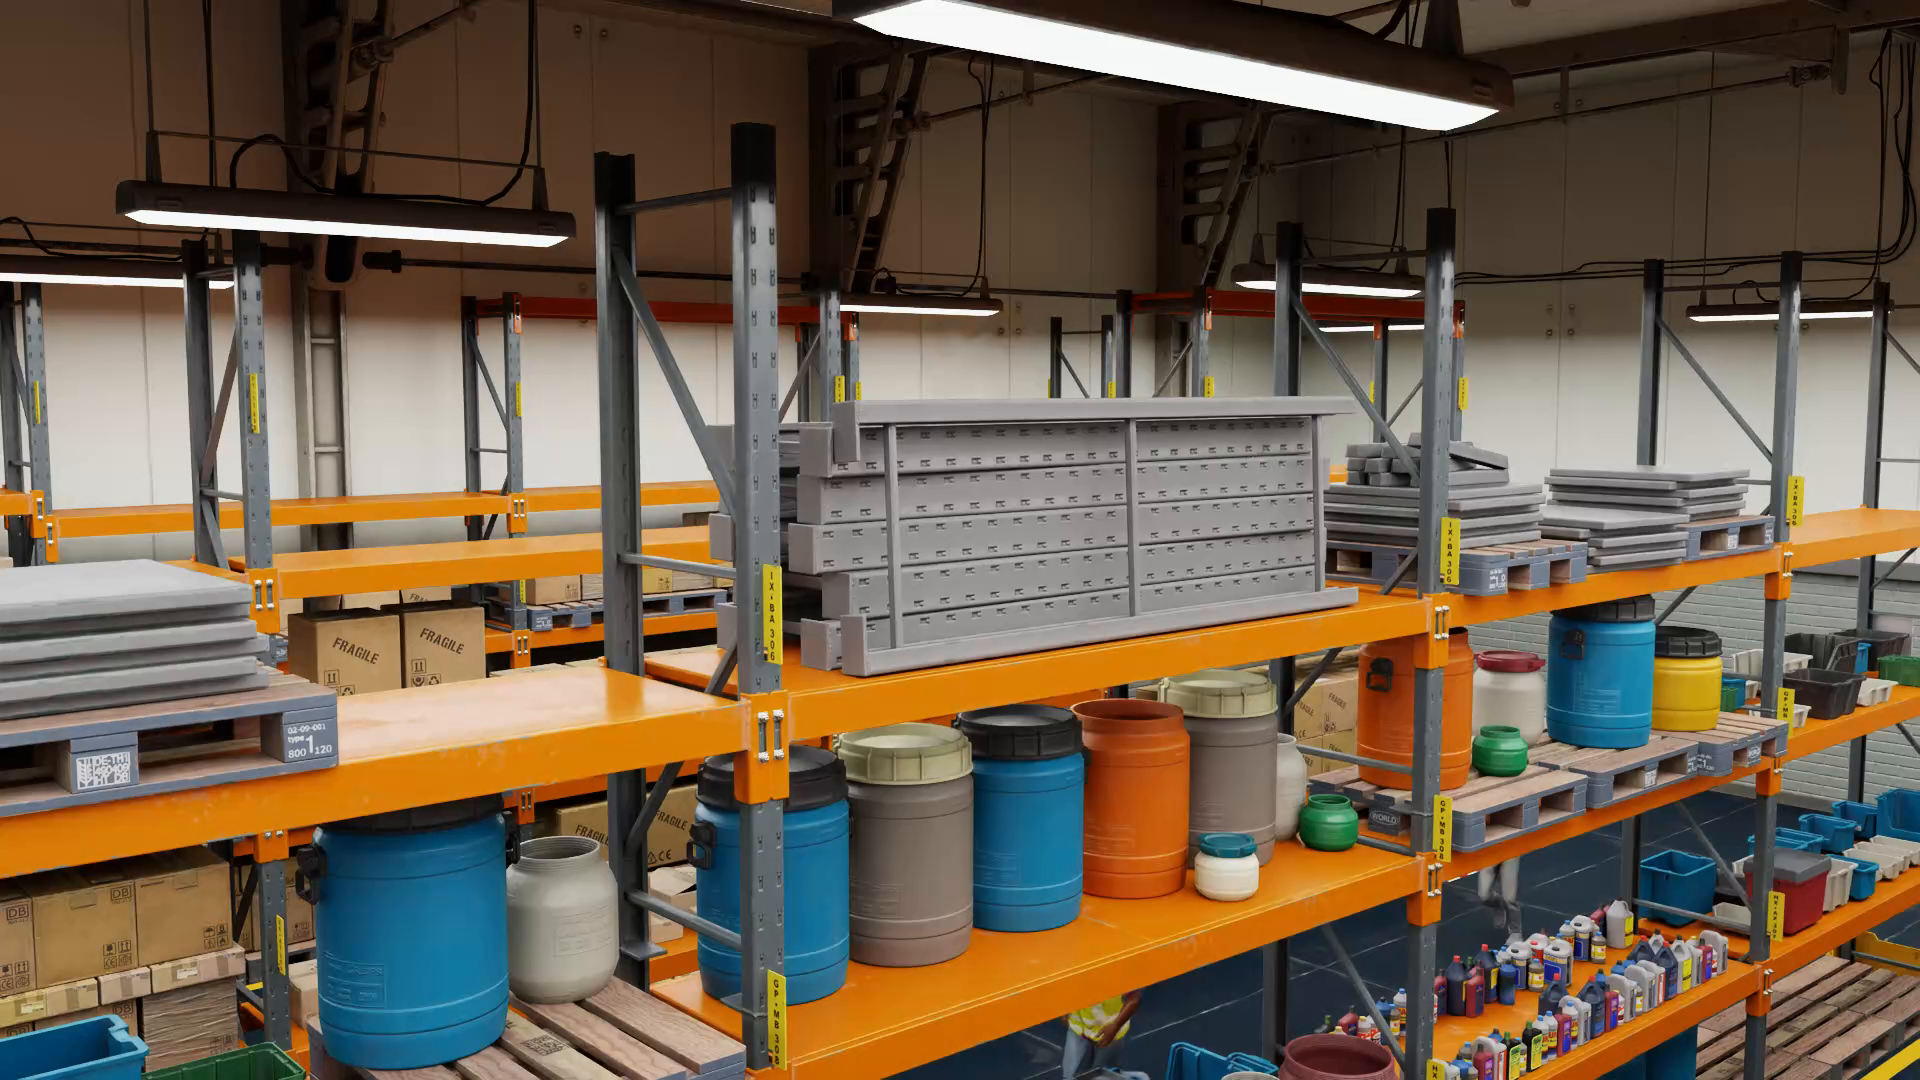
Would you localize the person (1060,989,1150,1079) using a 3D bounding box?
[{"bbox_3d":[0.963,3.281,11.129,0.706,1.736,0.936,5,7,43],"label":"person"}]

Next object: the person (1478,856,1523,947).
[{"bbox_3d":[4.988,2.911,15.439,0.621,1.624,0.524,4,7,37],"label":"person"}]
